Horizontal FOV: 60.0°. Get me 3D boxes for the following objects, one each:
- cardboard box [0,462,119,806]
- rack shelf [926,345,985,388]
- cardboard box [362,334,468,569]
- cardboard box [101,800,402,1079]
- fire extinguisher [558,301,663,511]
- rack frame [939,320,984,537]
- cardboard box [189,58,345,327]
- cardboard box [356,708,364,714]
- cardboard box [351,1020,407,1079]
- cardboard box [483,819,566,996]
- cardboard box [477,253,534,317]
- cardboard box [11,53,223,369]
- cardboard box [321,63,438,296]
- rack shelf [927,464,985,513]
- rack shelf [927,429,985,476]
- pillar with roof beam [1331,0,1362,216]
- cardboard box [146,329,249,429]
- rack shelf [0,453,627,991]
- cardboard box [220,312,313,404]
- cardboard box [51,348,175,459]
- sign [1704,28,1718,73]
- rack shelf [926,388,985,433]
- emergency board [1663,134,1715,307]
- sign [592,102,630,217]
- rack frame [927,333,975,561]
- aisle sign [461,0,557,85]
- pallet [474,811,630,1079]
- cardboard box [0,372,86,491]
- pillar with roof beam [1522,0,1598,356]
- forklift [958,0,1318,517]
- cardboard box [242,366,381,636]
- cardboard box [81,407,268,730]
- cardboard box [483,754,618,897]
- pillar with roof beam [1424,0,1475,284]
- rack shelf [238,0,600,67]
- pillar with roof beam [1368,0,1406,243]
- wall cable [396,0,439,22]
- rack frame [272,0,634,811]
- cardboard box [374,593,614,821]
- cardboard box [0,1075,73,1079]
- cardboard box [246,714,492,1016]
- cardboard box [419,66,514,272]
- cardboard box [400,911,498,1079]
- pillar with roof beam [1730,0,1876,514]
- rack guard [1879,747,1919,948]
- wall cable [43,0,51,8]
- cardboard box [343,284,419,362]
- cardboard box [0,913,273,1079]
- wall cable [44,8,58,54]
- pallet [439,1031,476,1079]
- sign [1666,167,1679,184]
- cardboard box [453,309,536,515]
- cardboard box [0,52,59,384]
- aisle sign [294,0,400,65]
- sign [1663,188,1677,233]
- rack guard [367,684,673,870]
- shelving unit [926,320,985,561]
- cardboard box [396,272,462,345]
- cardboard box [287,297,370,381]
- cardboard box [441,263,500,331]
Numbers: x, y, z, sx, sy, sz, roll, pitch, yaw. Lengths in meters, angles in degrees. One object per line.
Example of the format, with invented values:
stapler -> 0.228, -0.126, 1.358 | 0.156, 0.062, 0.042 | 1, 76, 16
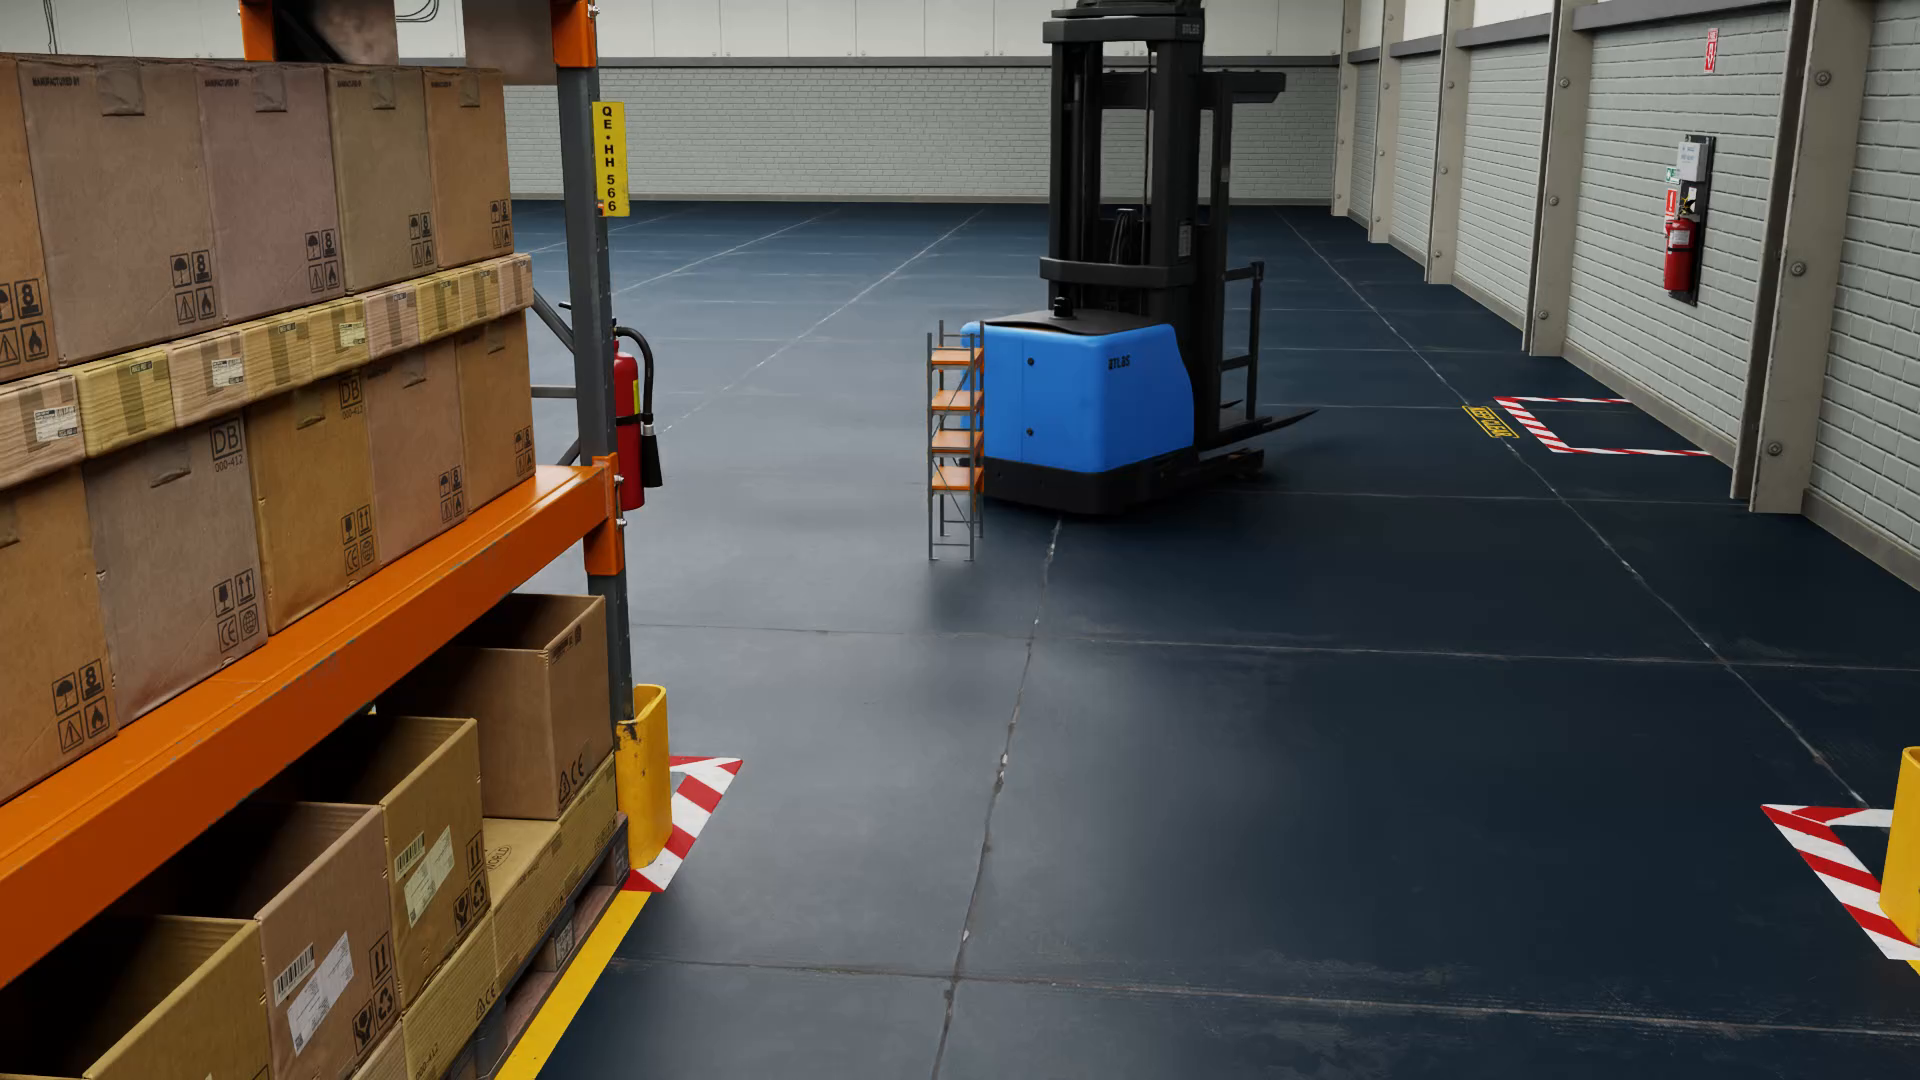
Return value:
cardboard box -> -1.849, 0.154, 2.655 | 0.700, 0.500, 0.500 | 2, 15, 7
rack shelf -> -0.019, -0.916, 8.744 | 0.258, 0.148, 0.480 | 2, 15, 6
cardboard box -> -1.675, -0.244, 4.128 | 0.700, 0.500, 0.500 | 2, 15, 8
cardboard box -> -1.476, 0.847, 3.311 | 0.500, 0.500, 0.500 | 2, 15, 6
fire extinguisher -> -1.081, -0.433, 5.164 | 0.296, 0.674, 0.183 | 2, 15, 6
rack frame -> 0.009, -0.600, 9.081 | 0.240, 1.200, 0.015 | 2, 15, 6
cardboard box -> -1.737, -0.726, 3.423 | 0.700, 0.500, 0.500 | 2, 15, 6
cardboard box -> -1.892, 0.572, 4.328 | 0.500, 0.500, 0.500 | 2, 15, 6
cardboard box -> -1.480, 1.209, 3.409 | 0.500, 0.250, 0.500 | 2, 15, 6
cardboard box -> -1.367, 0.949, 4.368 | 0.500, 0.250, 0.500 | 2, 15, 6
cardboard box -> -1.409, -0.710, 4.606 | 0.380, 0.149, 0.250 | 1, 15, 5
cardboard box -> -1.793, -0.596, 2.943 | 0.700, 0.500, 0.500 | 2, 15, 6
cardboard box -> -1.681, -0.857, 3.907 | 0.700, 0.500, 0.500 | 1, 15, 5
rack shelf -> -0.019, -0.280, 8.916 | 0.258, 0.148, 0.480 | 2, 15, 6
rack shelf -> -0.019, -0.471, 8.864 | 0.258, 0.148, 0.480 | 2, 15, 6
pillar with roof beam -> 3.255, -10.905, 32.251 | 9.100, 9.000, 0.400 | 2, 15, 6
cardboard box -> -1.582, -0.307, 3.118 | 0.380, 0.149, 0.250 | 1, 15, 5
rack shelf -> -1.781, 0.413, 3.267 | 1.077, 0.370, 4.000 | 2, 15, 6
cardboard box -> -1.554, -0.374, 3.364 | 0.380, 0.149, 0.250 | 2, 15, 8
cardboard box -> -1.613, -0.243, 2.880 | 0.380, 0.149, 0.250 | 2, 15, 6
sign -> 5.241, -3.415, 11.605 | 0.001, 0.298, 0.199 | 2, 15, 6
rack shelf -> -0.019, -0.687, 8.806 | 0.258, 0.148, 0.480 | 2, 15, 6
emergency board -> 5.141, -2.297, 11.911 | 0.194, 1.169, 0.643 | 2, 15, 6
sign -> -1.018, -1.107, 4.837 | 0.100, 0.325, 0.005 | 2, 15, 6
rack frame -> -0.046, -0.473, 8.613 | 0.240, 1.200, 0.015 | 2, 15, 6
aisle sign -> -1.256, -1.716, 4.783 | 0.394, 0.787, 0.004 | 2, 15, 6
pallet -> -1.600, 1.092, 4.717 | 1.003, 0.211, 1.213 | 2, 15, 6
cardboard box -> -1.643, -0.175, 2.630 | 0.380, 0.149, 0.250 | 1, 15, 5
pillar with roof beam -> 1.224, -6.236, 14.986 | 9.100, 9.000, 0.400 | 2, 15, 6
forklift -> 1.308, -1.868, 10.454 | 1.130, 2.935, 3.031 | 12, 19, 38
cardboard box -> -1.737, -0.116, 3.652 | 0.700, 0.500, 0.500 | 2, 15, 7
cardboard box -> -1.793, 0.021, 3.147 | 0.700, 0.500, 0.500 | 2, 15, 8
cardboard box -> -1.322, 0.819, 4.849 | 0.500, 0.250, 0.500 | 2, 15, 6
pillar with roof beam -> 1.901, -7.792, 20.741 | 9.100, 9.000, 0.400 | 2, 15, 6
rack shelf -> -1.781, -1.035, 2.875 | 1.077, 0.370, 4.000 | 2, 15, 6
pillar with roof beam -> 2.578, -9.349, 26.496 | 9.100, 9.000, 0.400 | 2, 15, 6
wall cable -> -12.689, -13.789, 36.401 | 2.305, 6.003, 0.169 | 2, 15, 6
rack frame -> -1.556, -0.453, 5.091 | 1.000, 3.000, 0.127 | 2, 15, 6
cardboard box -> -1.320, 0.457, 4.751 | 0.500, 0.500, 0.500 | 2, 15, 6
cardboard box -> -1.595, 1.106, 2.352 | 0.500, 0.500, 0.500 | 2, 15, 6
cardboard box -> -1.419, 0.717, 3.790 | 0.500, 0.500, 0.500 | 2, 15, 6
cardboard box -> -1.627, -0.993, 4.412 | 0.700, 0.500, 0.500 | 2, 15, 6
cardboard box -> -1.422, 1.079, 3.888 | 0.500, 0.250, 0.500 | 2, 15, 6
pillar with roof beam -> 0.547, -4.680, 9.231 | 9.100, 9.000, 0.400 | 2, 15, 6
rack guard -> 3.358, 0.918, 4.809 | 1.175, 0.500, 0.348 | 2, 15, 6
wall cable -> -19.432, -13.290, 37.346 | 3.097, 2.526, 0.112 | 2, 15, 6
cardboard box -> -1.497, -0.510, 3.869 | 0.380, 0.149, 0.250 | 2, 15, 7
cardboard box -> -1.531, 0.976, 2.831 | 0.500, 0.500, 0.500 | 2, 15, 6
wall cable -> -22.120, -10.932, 38.300 | 3.097, 2.526, 0.112 | 2, 15, 6
pallet -> -1.740, 1.408, 3.550 | 1.003, 0.211, 1.213 | 2, 15, 6
sign -> 5.297, -2.710, 12.353 | 0.001, 0.109, 0.331 | 2, 15, 6
cardboard box -> -1.621, -0.381, 4.632 | 0.700, 0.500, 0.500 | 2, 15, 6
cardboard box -> -1.850, -0.466, 2.464 | 0.700, 0.500, 0.500 | 2, 15, 6
aisle sign -> -1.852, -1.734, 4.848 | 0.394, 0.787, 0.004 | 2, 15, 6
sign -> 5.306, -2.455, 12.425 | 0.001, 0.329, 0.234 | 2, 15, 6
rack guard -> -1.553, 0.747, 5.441 | 1.175, 0.500, 0.348 | 2, 15, 6
shelving unit -> -0.019, -0.536, 8.847 | 0.258, 1.200, 0.503 | 2, 15, 6
cardboard box -> -1.466, -0.576, 4.110 | 0.380, 0.149, 0.250 | 1, 15, 5
cardboard box -> -1.526, -0.442, 3.617 | 0.380, 0.149, 0.250 | 2, 15, 8
cardboard box -> -1.437, -0.642, 4.355 | 0.380, 0.149, 0.250 | 2, 15, 8
